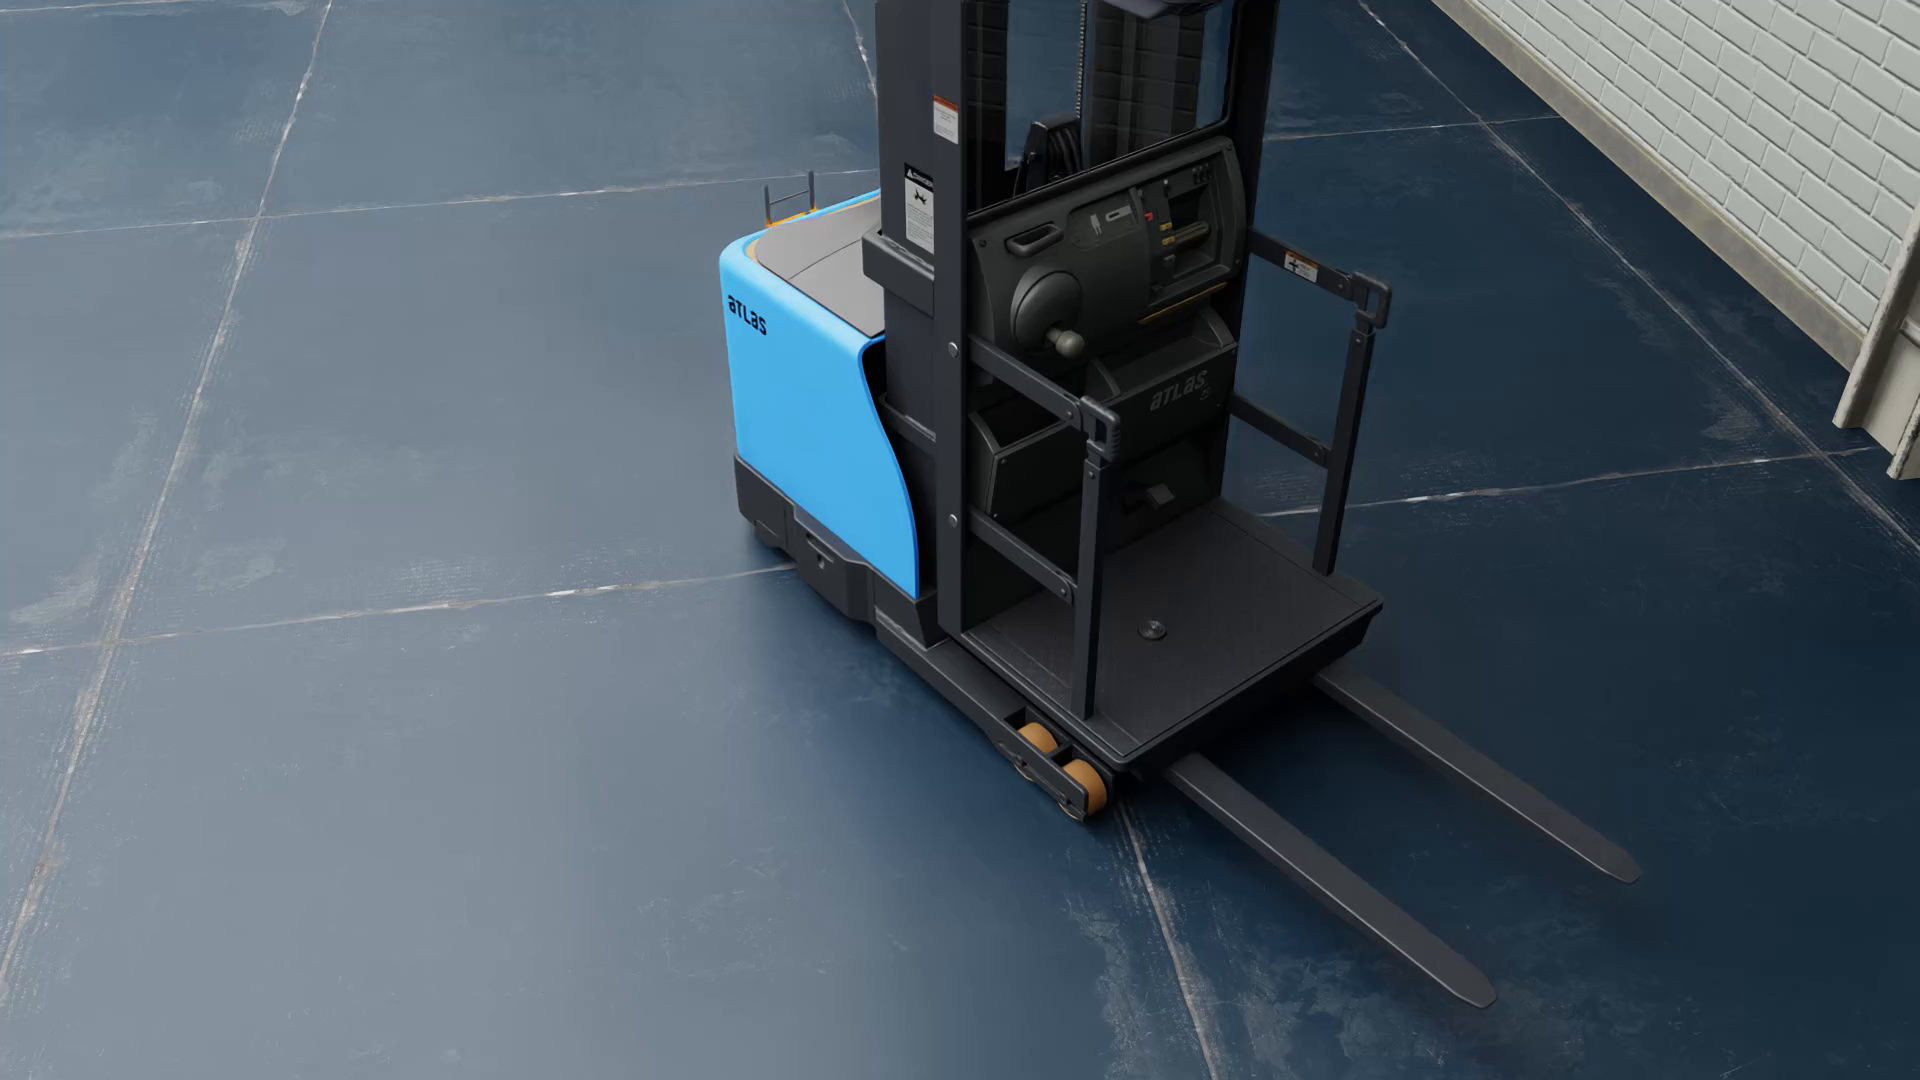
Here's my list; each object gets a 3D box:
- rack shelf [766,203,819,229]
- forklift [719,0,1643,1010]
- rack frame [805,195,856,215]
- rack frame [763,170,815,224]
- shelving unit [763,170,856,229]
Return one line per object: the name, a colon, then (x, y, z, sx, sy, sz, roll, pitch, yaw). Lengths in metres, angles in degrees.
rack shelf: (-0.503, -0.964, 5.690, 0.215, 0.259, 0.240, -27, 45, -30)
forklift: (0.548, -0.715, 4.281, 1.130, 2.935, 3.031, -27, 45, -30)
rack frame: (-0.426, -0.690, 5.783, 0.200, 1.050, 0.008, -27, 45, -30)
rack frame: (-0.580, -0.807, 5.932, 0.200, 1.050, 0.008, -27, 45, -30)
shelving unit: (-0.503, -0.748, 5.858, 0.215, 1.050, 0.252, -27, 45, -30)
